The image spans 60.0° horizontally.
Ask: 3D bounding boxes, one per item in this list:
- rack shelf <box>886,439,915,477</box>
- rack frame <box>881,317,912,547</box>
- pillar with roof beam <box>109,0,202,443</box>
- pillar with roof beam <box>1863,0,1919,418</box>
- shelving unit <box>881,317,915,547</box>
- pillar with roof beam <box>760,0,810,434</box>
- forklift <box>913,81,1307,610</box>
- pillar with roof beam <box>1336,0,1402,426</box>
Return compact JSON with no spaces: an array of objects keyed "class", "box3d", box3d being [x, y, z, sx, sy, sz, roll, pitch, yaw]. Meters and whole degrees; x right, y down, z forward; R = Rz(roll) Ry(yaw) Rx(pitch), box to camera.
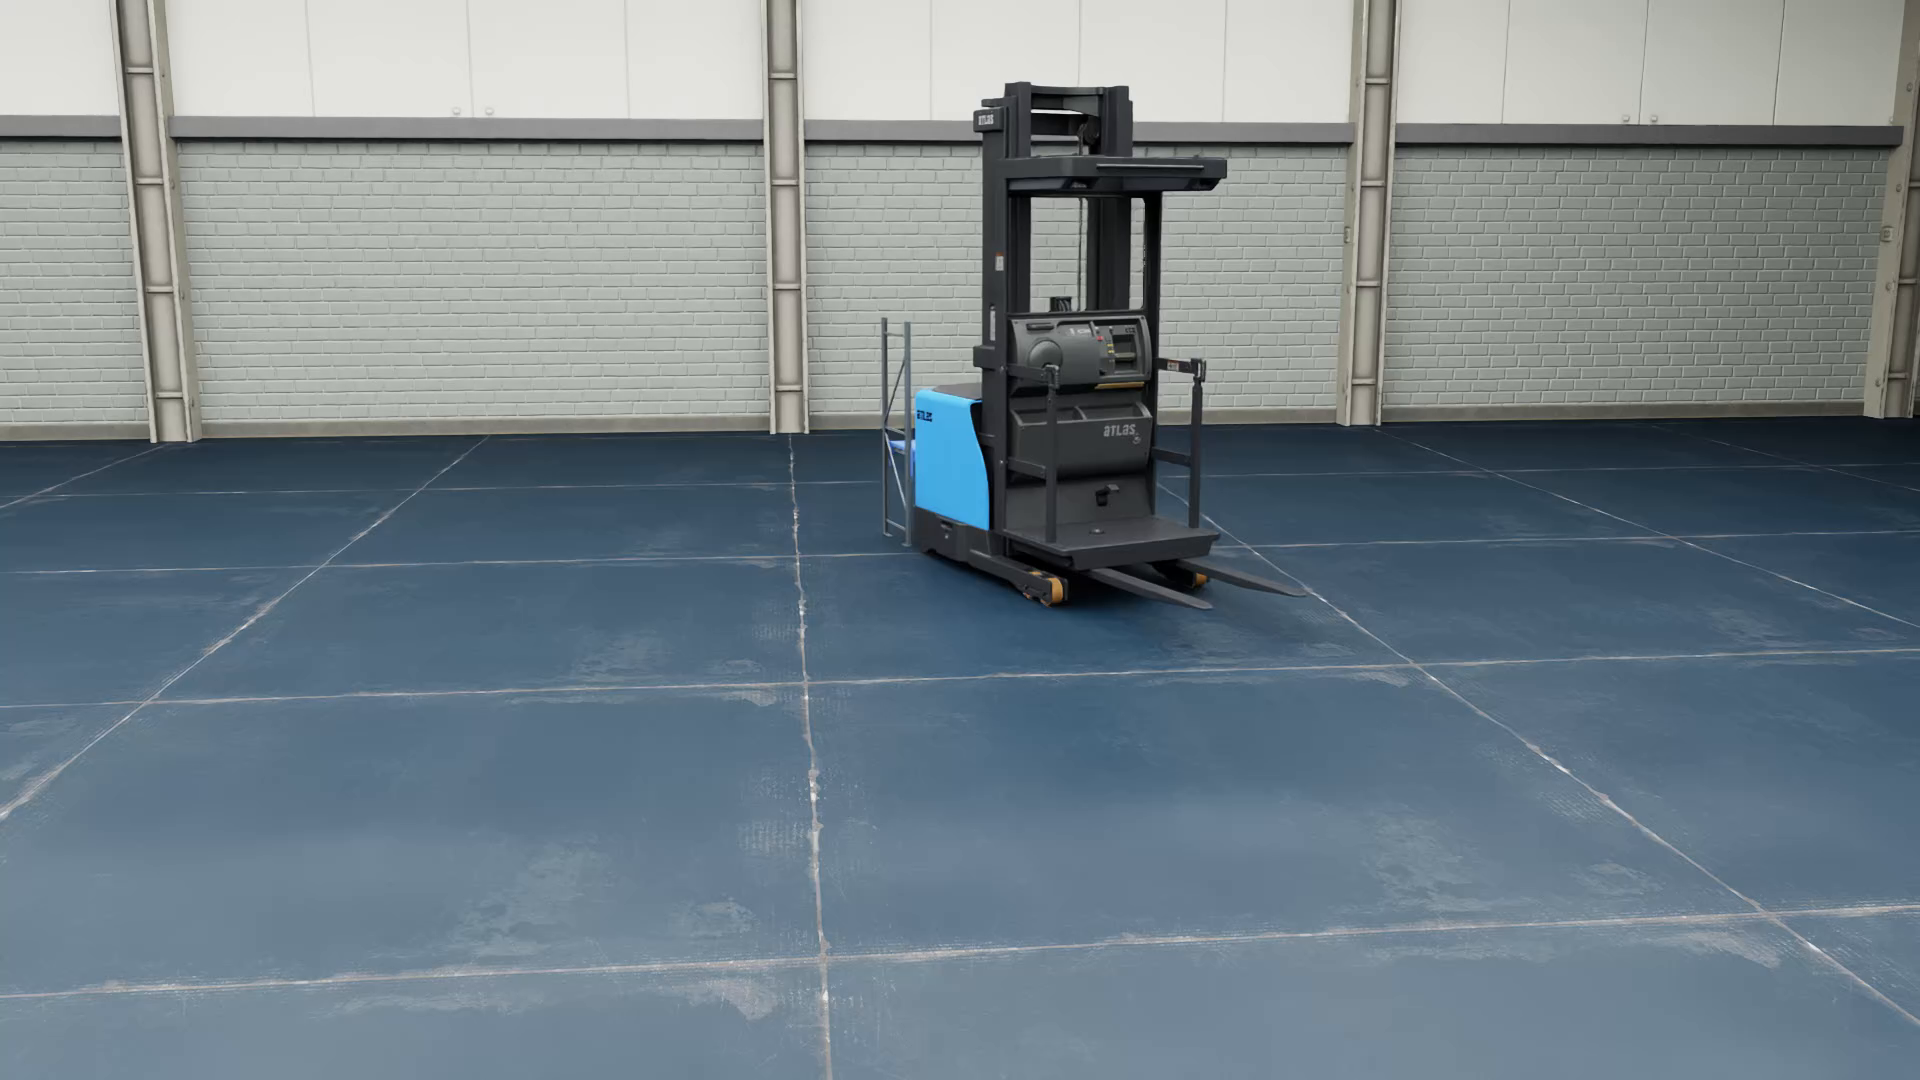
[{"class":"rack shelf","box3d":[0.043,-0.593,11.428,1.000,0.185,0.538,-4,12,-22]},{"class":"rack frame","box3d":[-0.428,-0.732,11.206,0.032,1.500,0.500,-4,12,-22]},{"class":"pillar with roof beam","box3d":[-7.241,-4.573,11.300,0.400,9.000,9.100,-1,11,-6]},{"class":"pillar with roof beam","box3d":[10.654,-4.948,13.208,0.400,9.000,9.100,-1,11,-6]},{"class":"shelving unit","box3d":[0.043,-0.769,11.393,1.048,1.500,0.538,-4,12,-22]},{"class":"pillar with roof beam","box3d":[-1.276,-4.698,11.936,0.400,9.000,9.100,-1,11,-6]},{"class":"forklift","box3d":[0.827,-1.160,9.668,1.130,2.935,3.031,-6,13,-27]},{"class":"pillar with roof beam","box3d":[4.689,-4.823,12.572,0.400,9.000,9.100,-1,11,-6]}]
